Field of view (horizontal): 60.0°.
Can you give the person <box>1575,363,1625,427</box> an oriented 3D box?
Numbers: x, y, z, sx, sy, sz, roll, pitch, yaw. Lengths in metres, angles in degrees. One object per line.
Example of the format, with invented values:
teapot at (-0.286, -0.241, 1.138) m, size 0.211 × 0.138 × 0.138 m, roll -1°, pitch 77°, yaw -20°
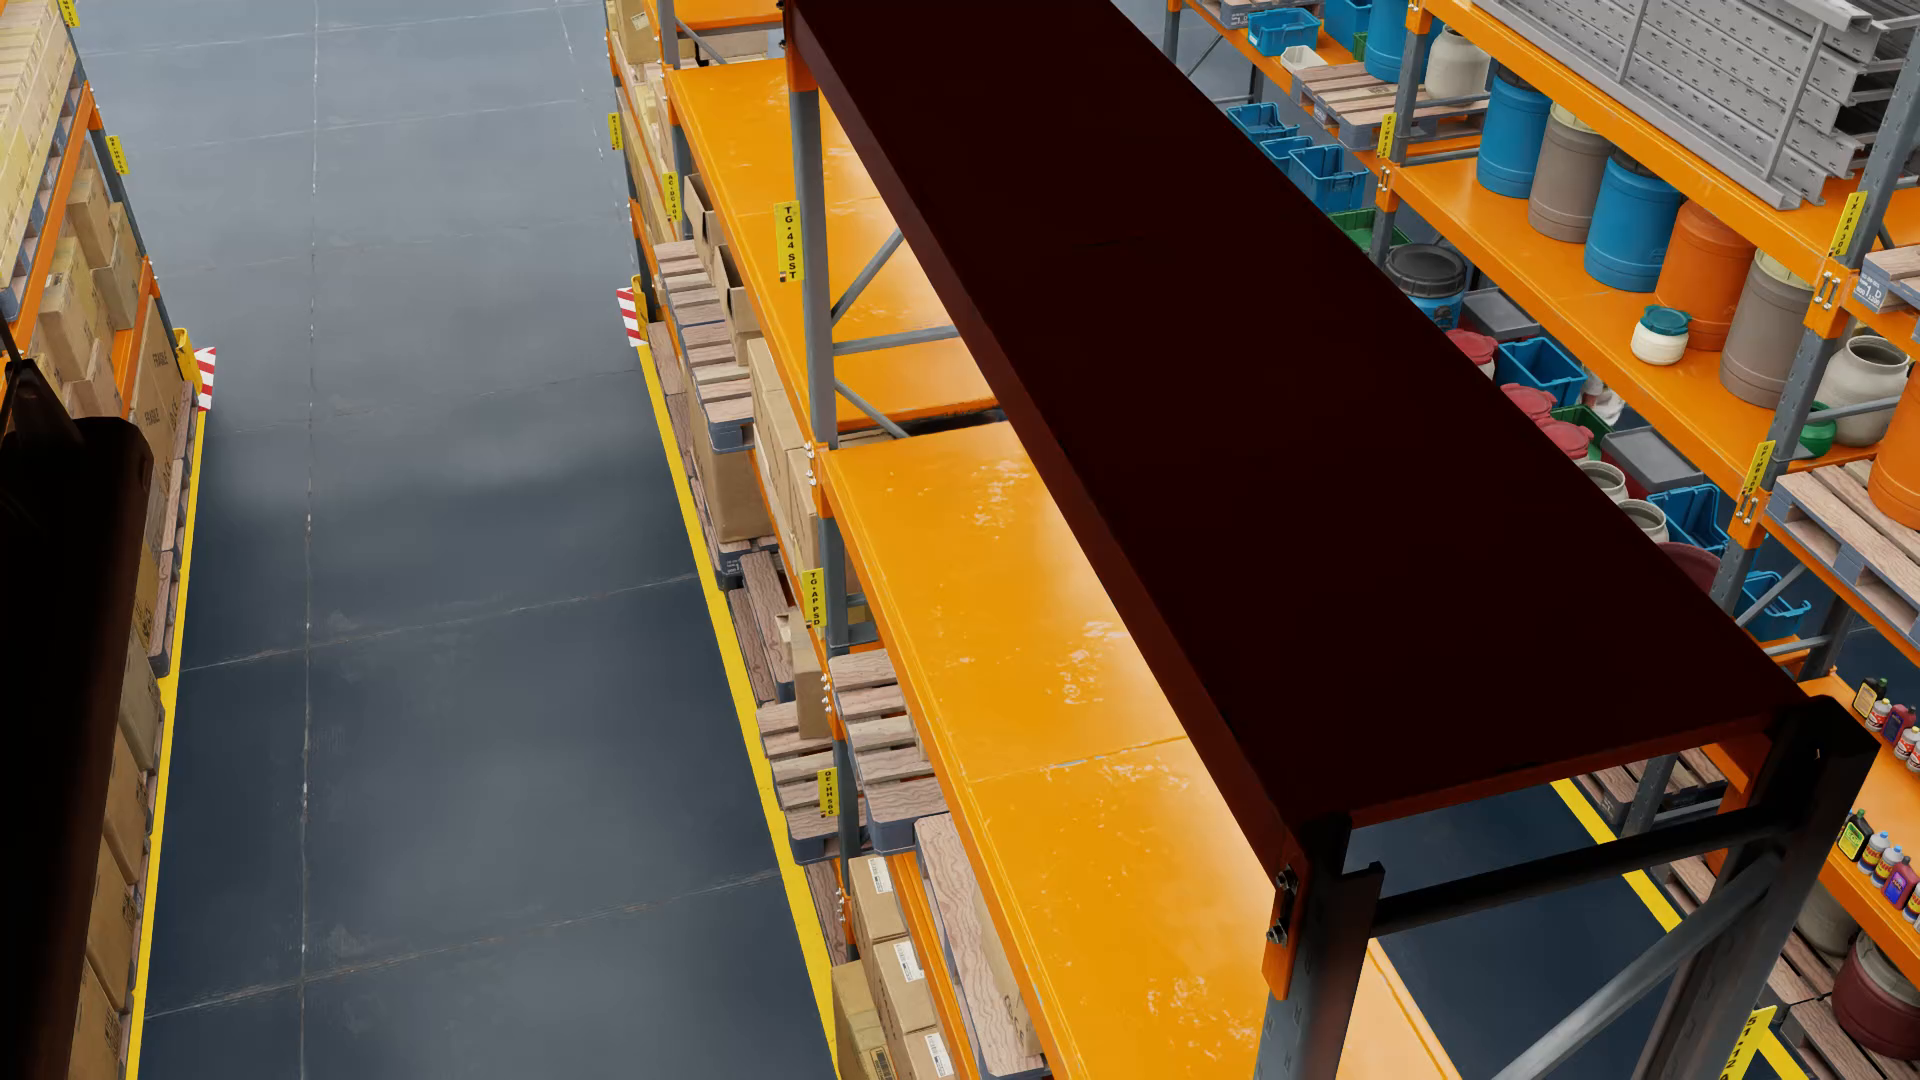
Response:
person at (4.798, -0.936, 12.573) m, size 0.368 × 1.817 × 0.662 m, roll 22°, pitch 43°, yaw 25°
